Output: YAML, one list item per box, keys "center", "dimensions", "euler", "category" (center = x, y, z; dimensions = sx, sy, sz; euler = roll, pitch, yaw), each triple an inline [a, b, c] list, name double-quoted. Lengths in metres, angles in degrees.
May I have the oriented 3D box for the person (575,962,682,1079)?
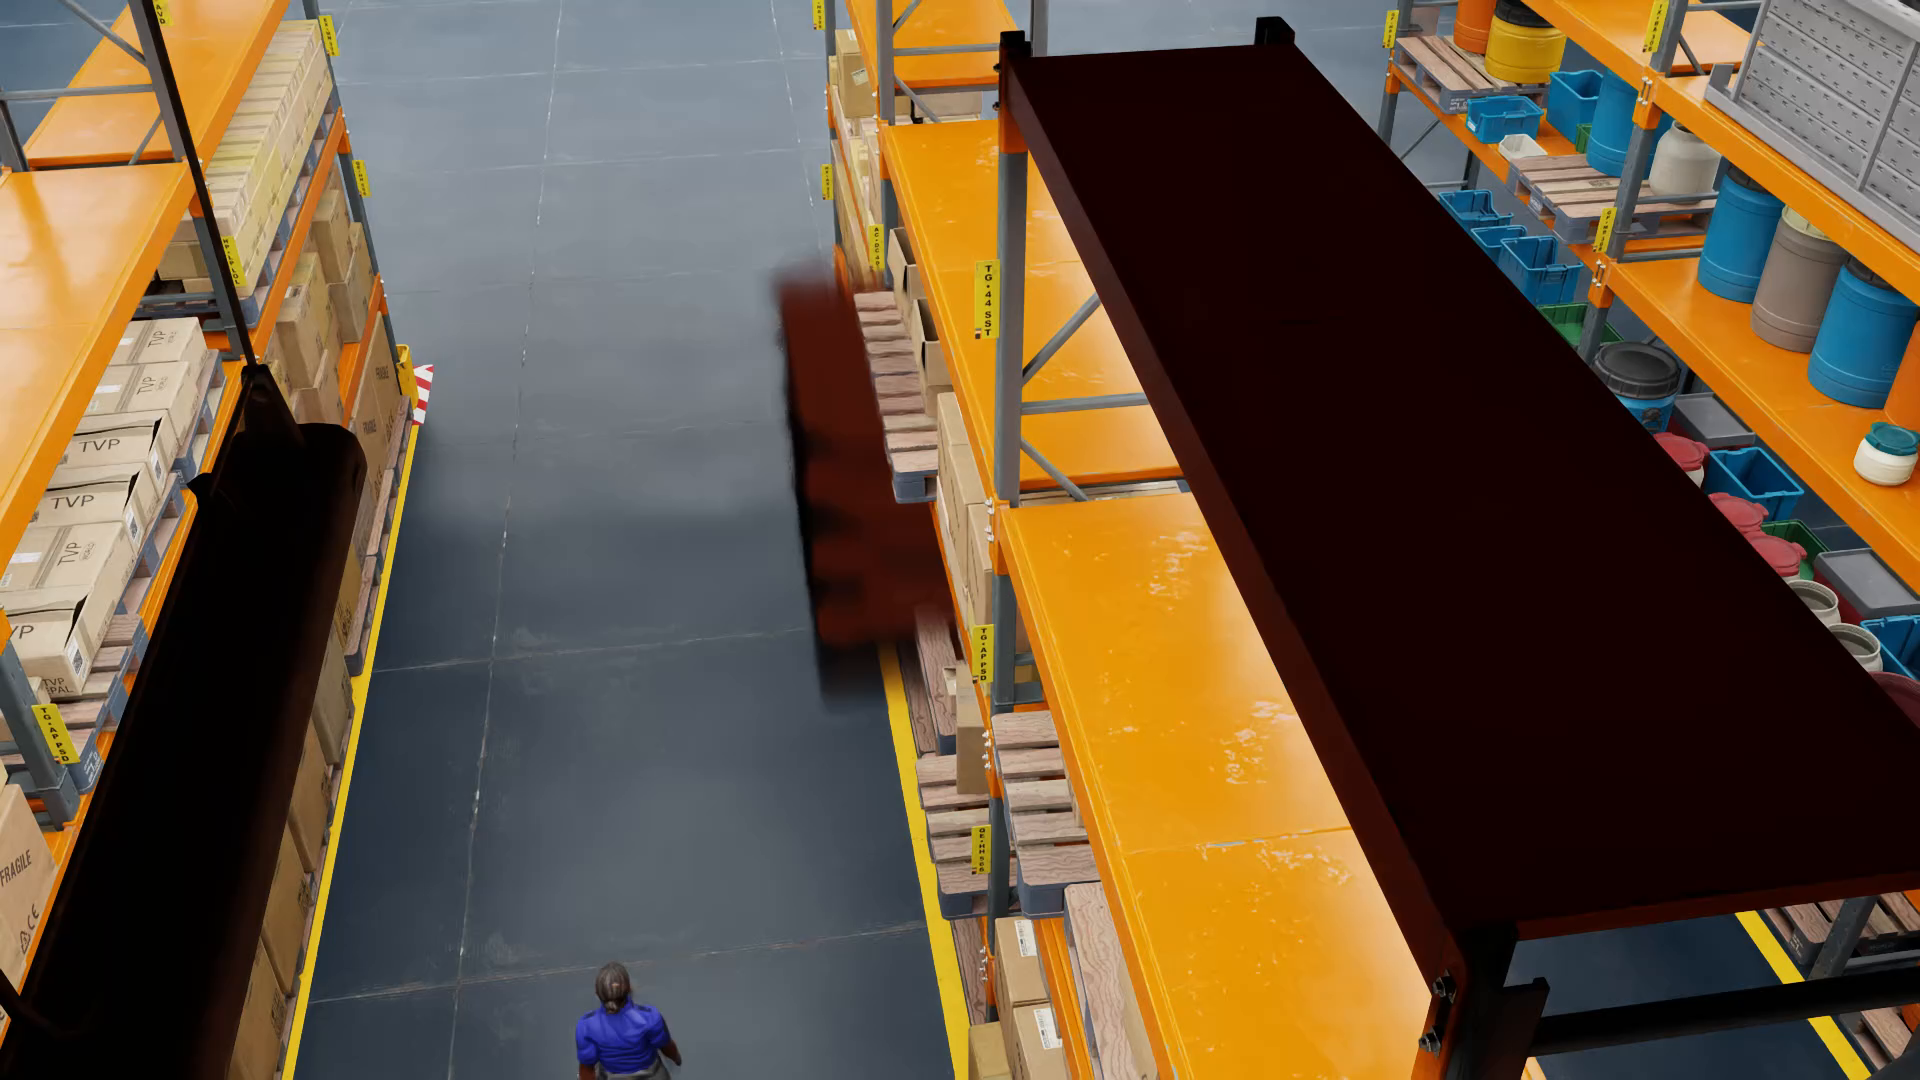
- center: [-1.641, 2.719, 8.330]
  dimensions: [0.482, 1.551, 1.045]
  euler: [-6, 37, -8]
  category: "person"
